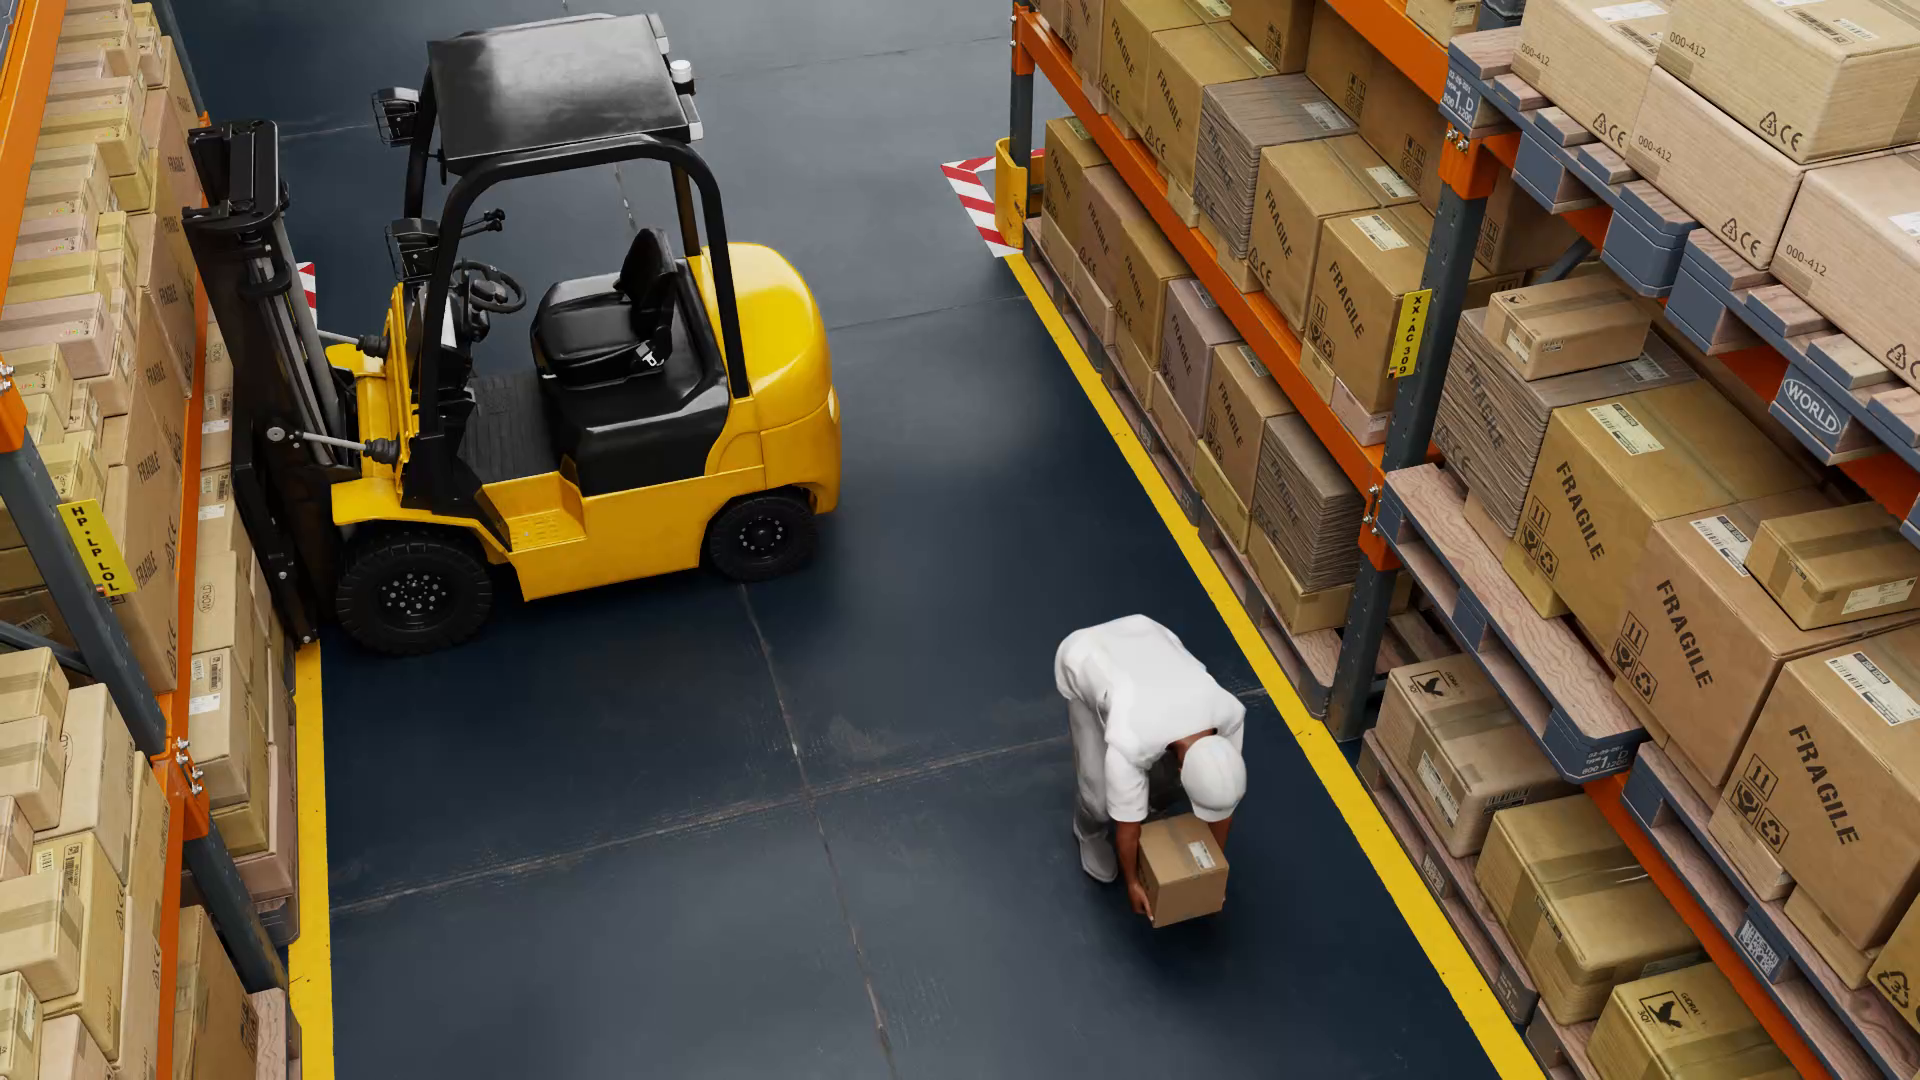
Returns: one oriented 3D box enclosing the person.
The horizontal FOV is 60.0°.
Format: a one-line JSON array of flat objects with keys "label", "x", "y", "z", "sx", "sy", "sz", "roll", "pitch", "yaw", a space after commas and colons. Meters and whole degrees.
[{"label": "person", "x": 0.667, "y": 0.815, "z": 5.746, "sx": 0.508, "sy": 1.084, "sz": 0.966, "roll": -14, "pitch": 44, "yaw": -15}]
